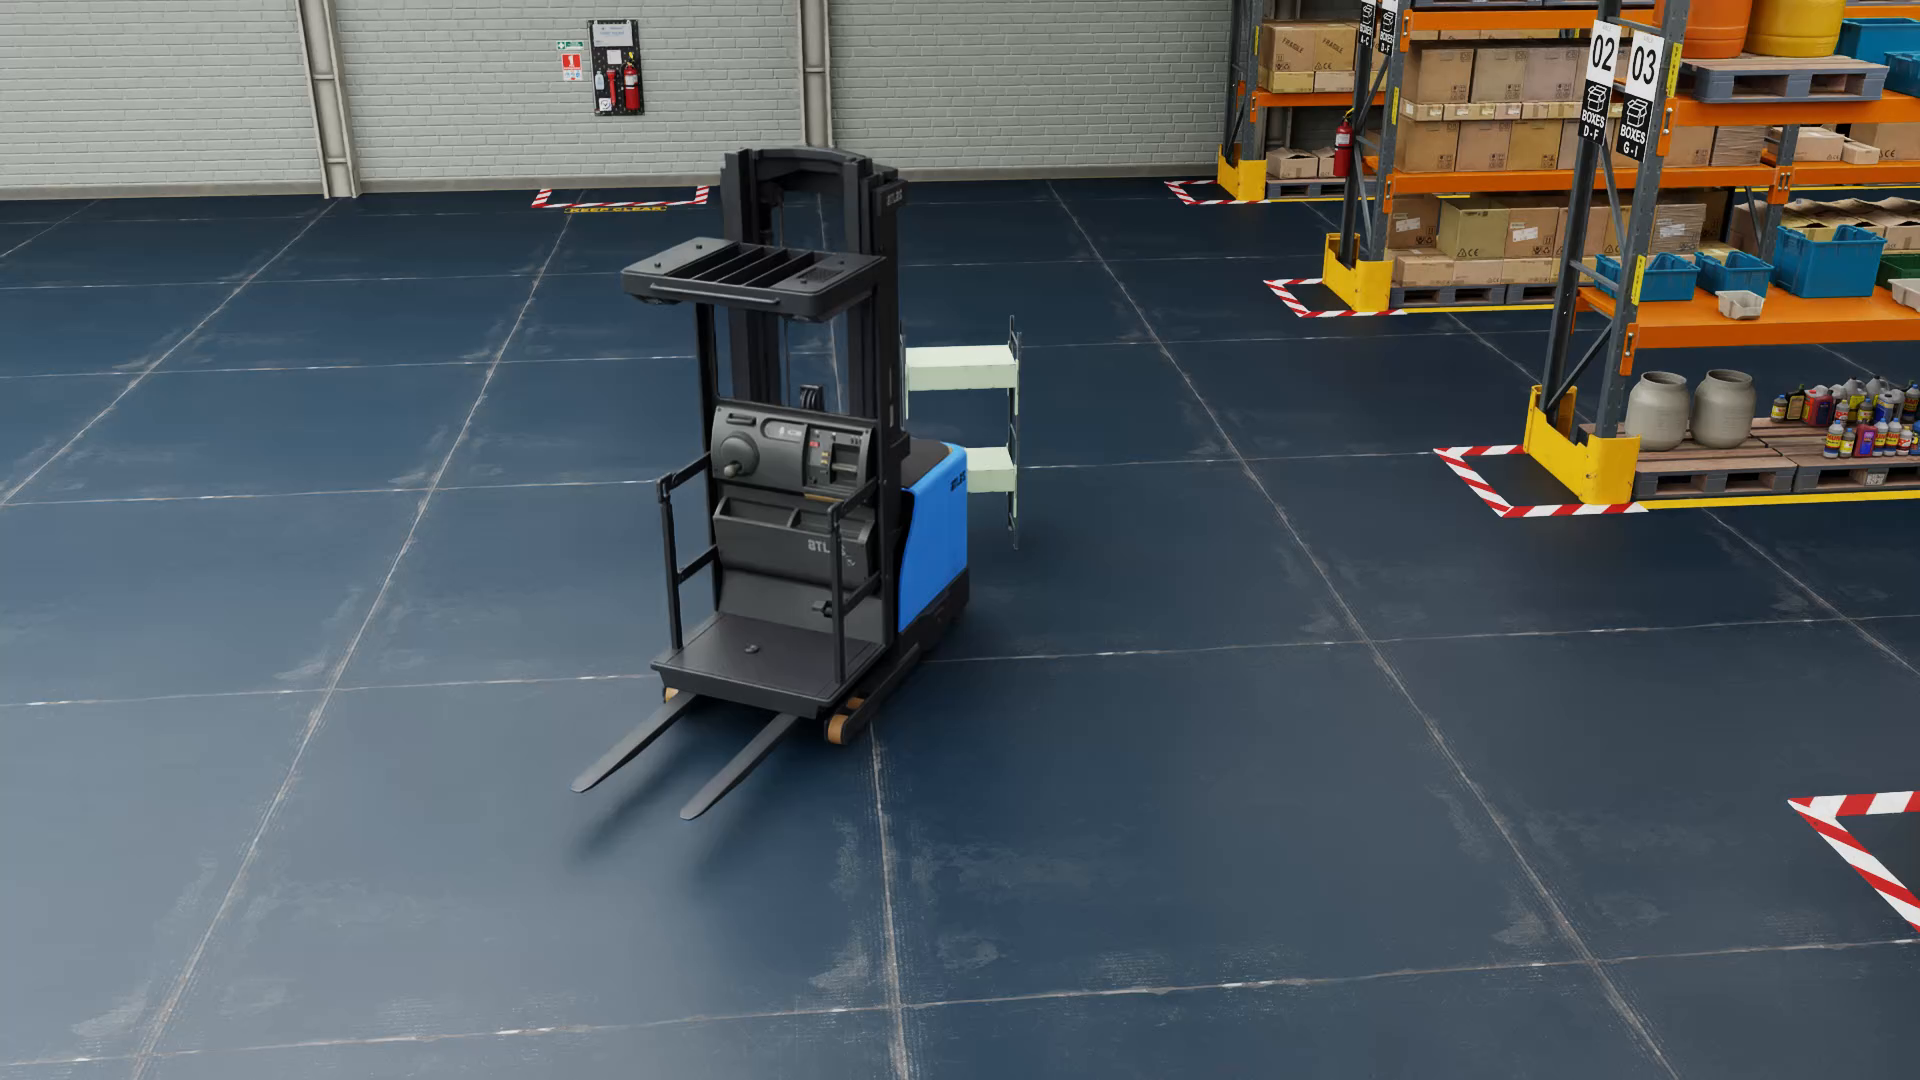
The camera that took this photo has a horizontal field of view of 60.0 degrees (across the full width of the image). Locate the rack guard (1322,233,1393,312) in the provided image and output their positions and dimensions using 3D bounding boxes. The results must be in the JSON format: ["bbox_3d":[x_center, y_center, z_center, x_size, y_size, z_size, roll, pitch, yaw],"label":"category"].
[{"bbox_3d":[3.983,-2.695,16.698,0.348,0.500,1.175,-2,24,-5],"label":"rack guard"}]

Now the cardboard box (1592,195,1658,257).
[{"bbox_3d":[6.551,-3.132,16.549,0.500,0.500,0.500,-2,24,-5],"label":"cardboard box"}]

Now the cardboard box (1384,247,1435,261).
[{"bbox_3d":[4.511,-2.914,16.982,0.500,0.250,0.500,-2,24,-5],"label":"cardboard box"}]

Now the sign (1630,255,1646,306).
[{"bbox_3d":[4.539,-1.740,11.130,0.005,0.325,0.100,-2,24,-5],"label":"sign"}]

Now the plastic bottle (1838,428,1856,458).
[{"bbox_3d":[6.427,-0.709,12.055,0.097,0.201,0.097,0,24,0],"label":"plastic bottle"}]

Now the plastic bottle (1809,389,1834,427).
[{"bbox_3d":[6.539,-1.002,12.614,0.133,0.283,0.061,-2,24,-5],"label":"plastic bottle"}]

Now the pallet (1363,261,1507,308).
[{"bbox_3d":[4.763,-2.611,16.865,1.213,0.211,1.003,-2,24,-5],"label":"pallet"}]

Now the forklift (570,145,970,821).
[{"bbox_3d":[-0.981,-0.447,8.647,1.130,2.935,3.031,10,26,21],"label":"forklift"}]

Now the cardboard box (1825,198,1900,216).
[{"bbox_3d":[9.376,-3.364,17.303,0.500,0.311,0.500,-2,24,-5],"label":"cardboard box"}]

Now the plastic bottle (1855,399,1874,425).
[{"bbox_3d":[6.886,-0.974,12.653,0.097,0.201,0.097,0,24,0],"label":"plastic bottle"}]

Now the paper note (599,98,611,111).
[{"bbox_3d":[-4.490,-5.513,21.046,0.142,0.148,0.016,-2,24,-5],"label":"paper note"}]

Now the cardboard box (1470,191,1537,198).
[{"bbox_3d":[5.505,-3.304,16.935,0.500,0.500,0.500,-2,24,-5],"label":"cardboard box"}]

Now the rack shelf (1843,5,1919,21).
[{"bbox_3d":[9.977,-5.120,16.268,4.000,0.370,1.077,-2,24,-5],"label":"rack shelf"}]

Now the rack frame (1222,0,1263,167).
[{"bbox_3d":[3.516,-5.840,20.696,0.127,3.000,1.000,-2,24,-5],"label":"rack frame"}]

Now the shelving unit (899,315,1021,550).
[{"bbox_3d":[-0.007,-0.685,10.945,0.755,1.500,0.431,-2,24,-5],"label":"shelving unit"}]

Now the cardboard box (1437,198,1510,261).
[{"bbox_3d":[5.059,-3.068,16.405,0.500,0.500,0.500,-2,24,-5],"label":"cardboard box"}]

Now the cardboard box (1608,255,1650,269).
[{"bbox_3d":[6.552,-2.784,16.690,0.500,0.250,0.500,-2,24,-5],"label":"cardboard box"}]

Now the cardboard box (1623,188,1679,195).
[{"bbox_3d":[6.998,-3.361,17.063,0.500,0.500,0.500,-2,24,-5],"label":"cardboard box"}]

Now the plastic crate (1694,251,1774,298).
[{"bbox_3d":[5.605,-1.932,12.088,0.408,0.251,0.499,-2,24,-5],"label":"plastic crate"}]

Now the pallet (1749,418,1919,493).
[{"bbox_3d":[6.581,-0.661,12.478,1.213,0.211,1.003,-2,24,-5],"label":"pallet"}]

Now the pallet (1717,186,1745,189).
[{"bbox_3d":[9.488,-4.807,21.806,1.213,0.211,1.003,-2,24,-5],"label":"pallet"}]

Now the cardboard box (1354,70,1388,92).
[{"bbox_3d":[5.056,-5.716,20.578,0.500,0.250,0.500,-3,24,-6],"label":"cardboard box"}]

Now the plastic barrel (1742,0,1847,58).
[{"bbox_3d":[5.612,-3.581,11.172,0.600,0.588,0.600,0,24,0],"label":"plastic barrel"}]

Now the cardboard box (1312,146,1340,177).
[{"bbox_3d":[4.781,-4.827,21.185,0.500,0.311,0.500,0,24,-1],"label":"cardboard box"}]

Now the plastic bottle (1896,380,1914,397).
[{"bbox_3d":[7.270,-1.093,12.820,0.133,0.283,0.061,-1,24,-3],"label":"plastic bottle"}]

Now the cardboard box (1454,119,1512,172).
[{"bbox_3d":[4.994,-3.920,16.254,0.500,0.500,0.700,-2,24,-4],"label":"cardboard box"}]

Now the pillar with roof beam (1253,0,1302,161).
[{"bbox_3d":[4.551,-7.219,16.413,0.400,9.000,9.100,-2,24,-5],"label":"pillar with roof beam"}]

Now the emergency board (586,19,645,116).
[{"bbox_3d":[-4.307,-5.895,20.820,0.643,1.169,0.194,-2,24,-5],"label":"emergency board"}]

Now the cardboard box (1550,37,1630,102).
[{"bbox_3d":[6.048,-4.556,16.087,0.500,0.500,0.700,-2,24,-5],"label":"cardboard box"}]

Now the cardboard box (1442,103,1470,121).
[{"bbox_3d":[4.681,-4.120,15.906,0.250,0.149,0.380,-3,24,-7],"label":"cardboard box"}]

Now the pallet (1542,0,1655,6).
[{"bbox_3d":[5.929,-5.236,15.753,1.213,0.211,1.003,-2,24,-5],"label":"pallet"}]

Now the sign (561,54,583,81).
[{"bbox_3d":[-4.867,-5.931,20.857,0.234,0.329,0.001,-2,24,-5],"label":"sign"}]

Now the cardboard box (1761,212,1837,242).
[{"bbox_3d":[8.423,-3.105,16.721,0.500,0.311,0.500,-2,24,-5],"label":"cardboard box"}]

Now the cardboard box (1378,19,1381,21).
[{"bbox_3d":[5.481,-6.287,20.938,0.500,0.500,0.500,-2,24,-4],"label":"cardboard box"}]

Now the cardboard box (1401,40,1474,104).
[{"bbox_3d":[4.525,-4.492,15.943,0.500,0.500,0.700,-2,24,-5],"label":"cardboard box"}]

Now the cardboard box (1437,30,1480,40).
[{"bbox_3d":[6.058,-6.101,20.521,0.500,0.500,0.500,-3,24,-7],"label":"cardboard box"}]

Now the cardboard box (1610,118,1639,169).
[{"bbox_3d":[6.522,-3.981,16.391,0.500,0.500,0.700,-2,24,-4],"label":"cardboard box"}]

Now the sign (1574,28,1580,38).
[{"bbox_3d":[7.557,-6.176,20.387,0.005,0.325,0.100,-2,24,-5],"label":"sign"}]

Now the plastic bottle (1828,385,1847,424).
[{"bbox_3d":[6.666,-1.047,12.725,0.135,0.276,0.152,-3,24,-7],"label":"plastic bottle"}]

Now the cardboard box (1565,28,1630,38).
[{"bbox_3d":[8.006,-6.253,20.961,0.500,0.500,0.700,-2,24,-5],"label":"cardboard box"}]

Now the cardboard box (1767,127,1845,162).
[{"bbox_3d":[8.473,-3.967,16.666,0.500,0.250,0.500,-1,24,-2],"label":"cardboard box"}]

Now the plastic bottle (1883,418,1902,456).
[{"bbox_3d":[6.765,-0.754,12.071,0.097,0.271,0.097,0,24,0],"label":"plastic bottle"}]

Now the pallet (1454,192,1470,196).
[{"bbox_3d":[6.832,-4.685,21.530,1.213,0.211,1.003,-2,24,-5],"label":"pallet"}]

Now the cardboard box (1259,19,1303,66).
[{"bbox_3d":[3.964,-6.228,20.806,0.500,0.500,0.500,-3,24,-6],"label":"cardboard box"}]

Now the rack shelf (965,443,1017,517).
[{"bbox_3d":[-0.007,-0.387,11.077,0.720,0.370,0.431,-2,24,-5],"label":"rack shelf"}]

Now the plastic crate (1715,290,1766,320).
[{"bbox_3d":[5.412,-1.621,11.529,0.250,0.136,0.298,-2,24,-5],"label":"plastic crate"}]

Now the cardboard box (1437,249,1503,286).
[{"bbox_3d":[5.059,-2.726,16.559,0.500,0.250,0.500,-2,24,-5],"label":"cardboard box"}]

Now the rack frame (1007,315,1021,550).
[{"bbox_3d":[0.358,-0.700,10.978,0.023,1.500,0.400,-2,24,-5],"label":"rack frame"}]

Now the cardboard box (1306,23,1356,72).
[{"bbox_3d":[4.513,-6.037,20.375,0.500,0.500,0.500,-2,24,-5],"label":"cardboard box"}]

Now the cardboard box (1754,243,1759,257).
[{"bbox_3d":[8.413,-2.849,16.835,0.500,0.250,0.500,-3,24,-6],"label":"cardboard box"}]

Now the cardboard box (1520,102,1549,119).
[{"bbox_3d":[5.445,-4.151,15.974,0.250,0.149,0.380,-3,24,-7],"label":"cardboard box"}]

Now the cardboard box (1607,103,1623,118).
[{"bbox_3d":[6.210,-4.181,16.041,0.250,0.149,0.380,-2,24,-3],"label":"cardboard box"}]

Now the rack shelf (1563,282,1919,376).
[{"bbox_3d":[6.480,-1.587,12.013,4.000,0.370,1.077,-2,24,-5],"label":"rack shelf"}]

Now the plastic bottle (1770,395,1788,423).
[{"bbox_3d":[6.274,-1.009,12.730,0.097,0.201,0.097,0,24,0],"label":"plastic bottle"}]

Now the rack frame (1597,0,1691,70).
[{"bbox_3d":[4.490,-4.577,10.469,0.127,3.000,1.000,-2,24,-5],"label":"rack frame"}]

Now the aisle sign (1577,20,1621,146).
[{"bbox_3d":[4.389,-3.141,11.423,0.004,0.787,0.394,-2,24,-5],"label":"aisle sign"}]

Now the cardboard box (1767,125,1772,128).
[{"bbox_3d":[10.192,-5.514,21.575,0.500,0.250,0.500,-2,24,-4],"label":"cardboard box"}]

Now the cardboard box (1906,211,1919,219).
[{"bbox_3d":[9.953,-3.167,16.860,0.500,0.311,0.500,-2,24,-4],"label":"cardboard box"}]
